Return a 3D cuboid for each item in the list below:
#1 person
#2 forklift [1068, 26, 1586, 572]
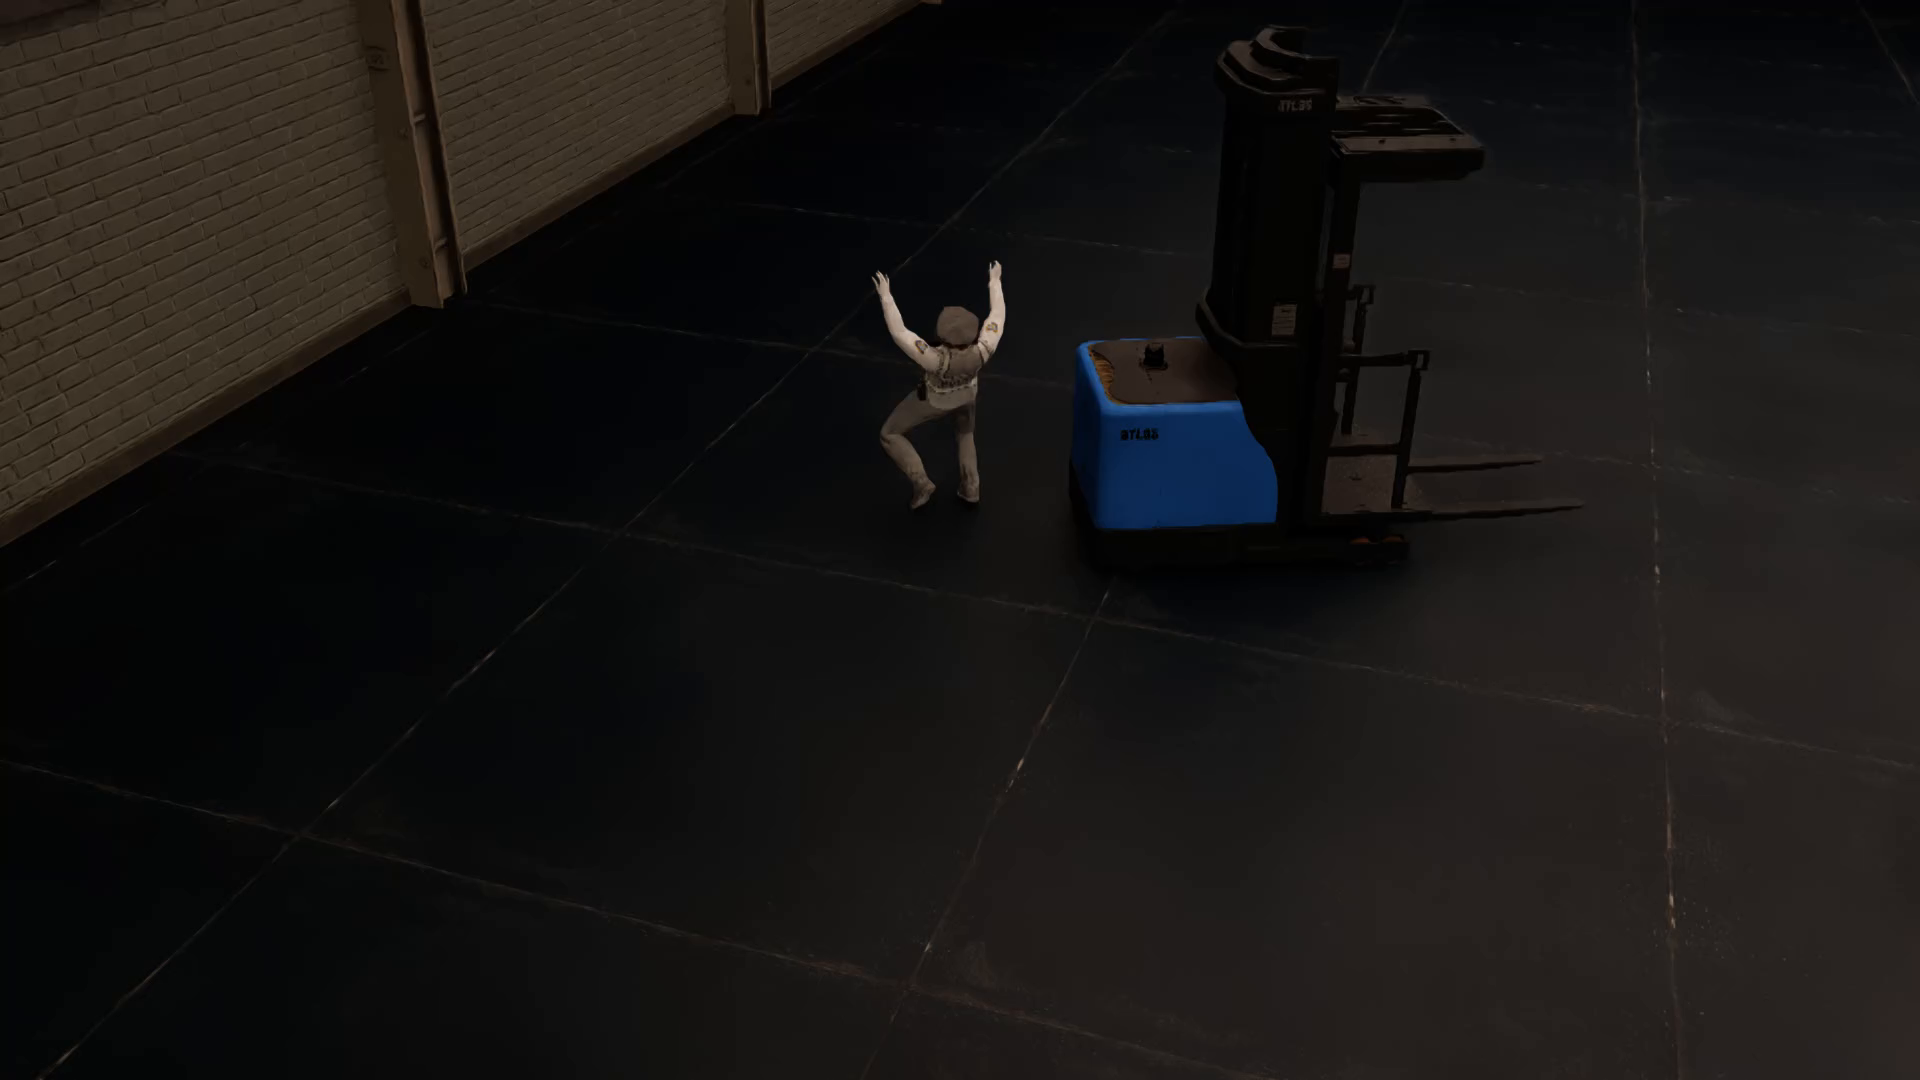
[{"bbox_3d":[-0.017,-0.908,10.106,0.917,1.551,0.724,-15,33,-24],"label":"person"},{"bbox_3d":[2.233,-1.381,9.559,3.031,2.935,1.130,-3,30,-5],"label":"forklift"}]
